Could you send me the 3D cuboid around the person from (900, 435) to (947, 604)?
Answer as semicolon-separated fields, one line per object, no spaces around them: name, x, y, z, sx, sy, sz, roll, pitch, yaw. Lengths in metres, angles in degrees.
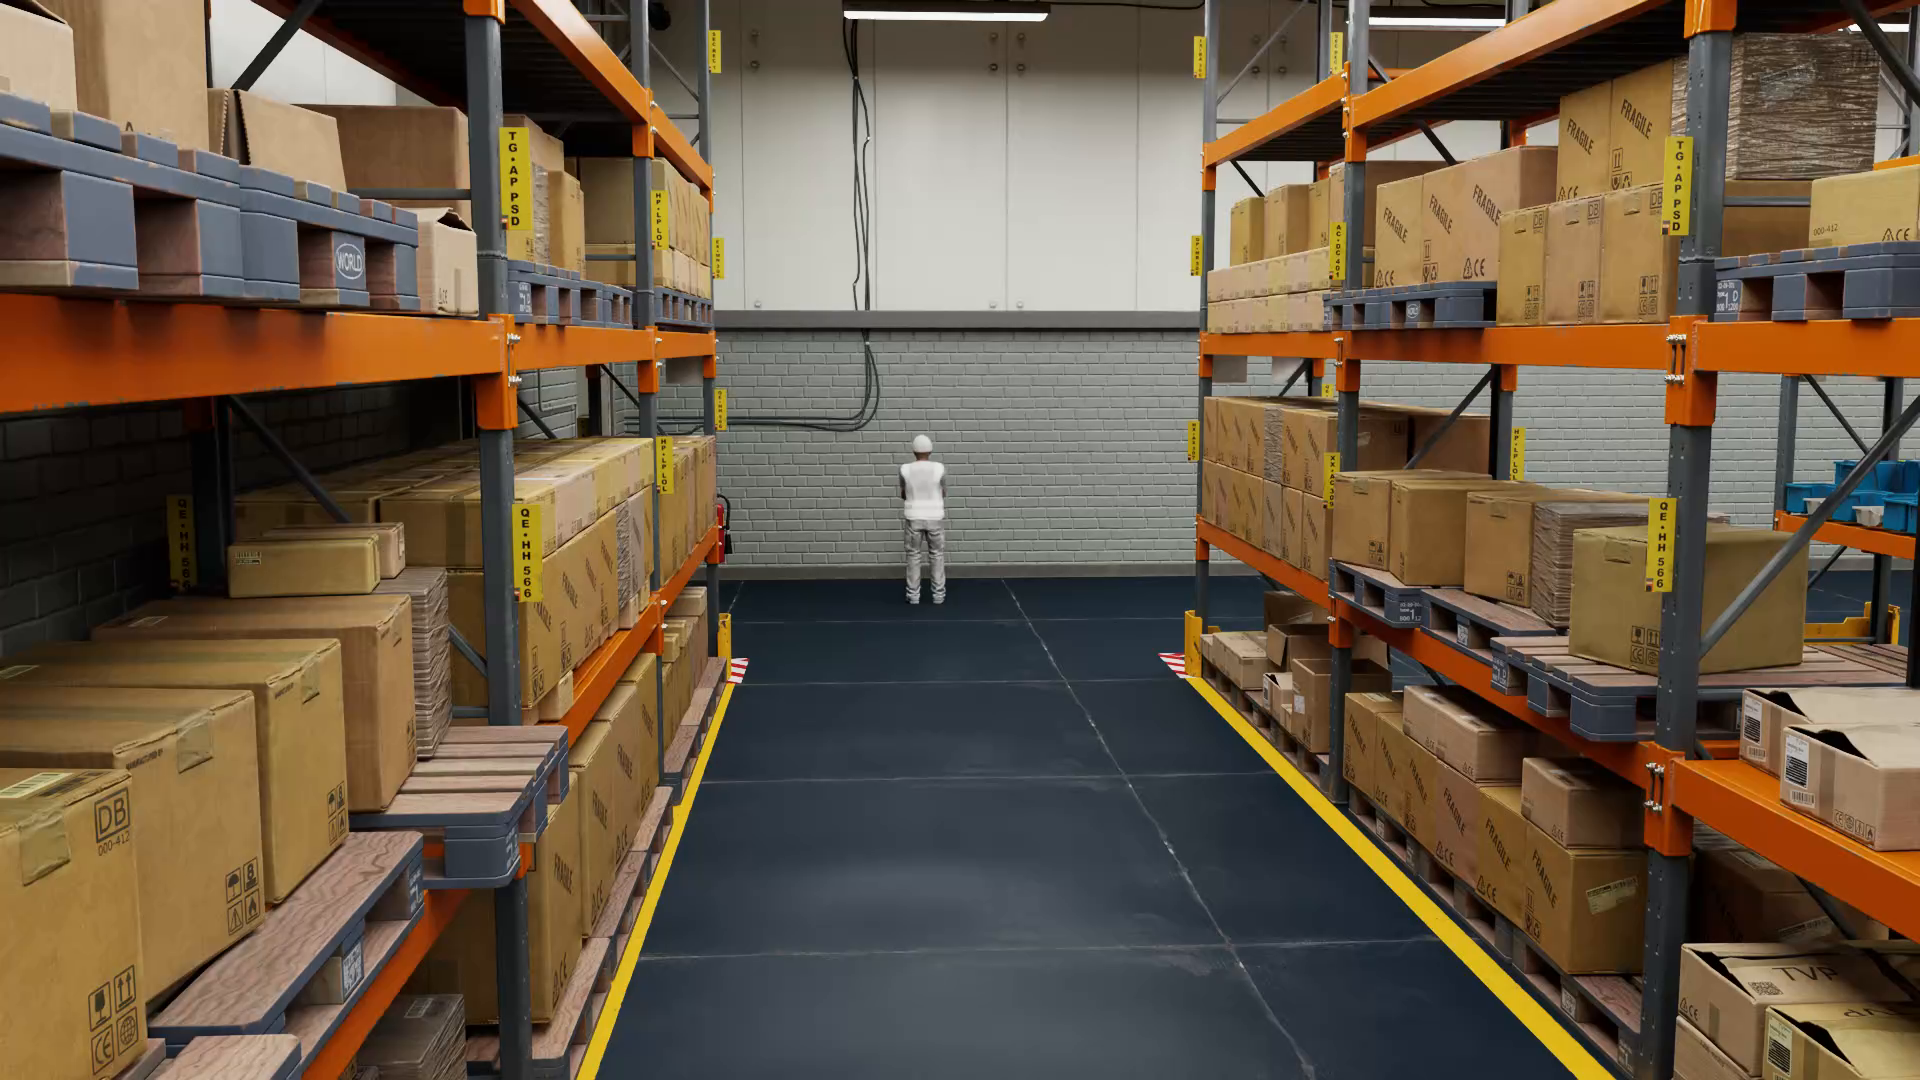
person;-0.381;-0.230;17.585;0.497;1.786;0.572;0;7;1
